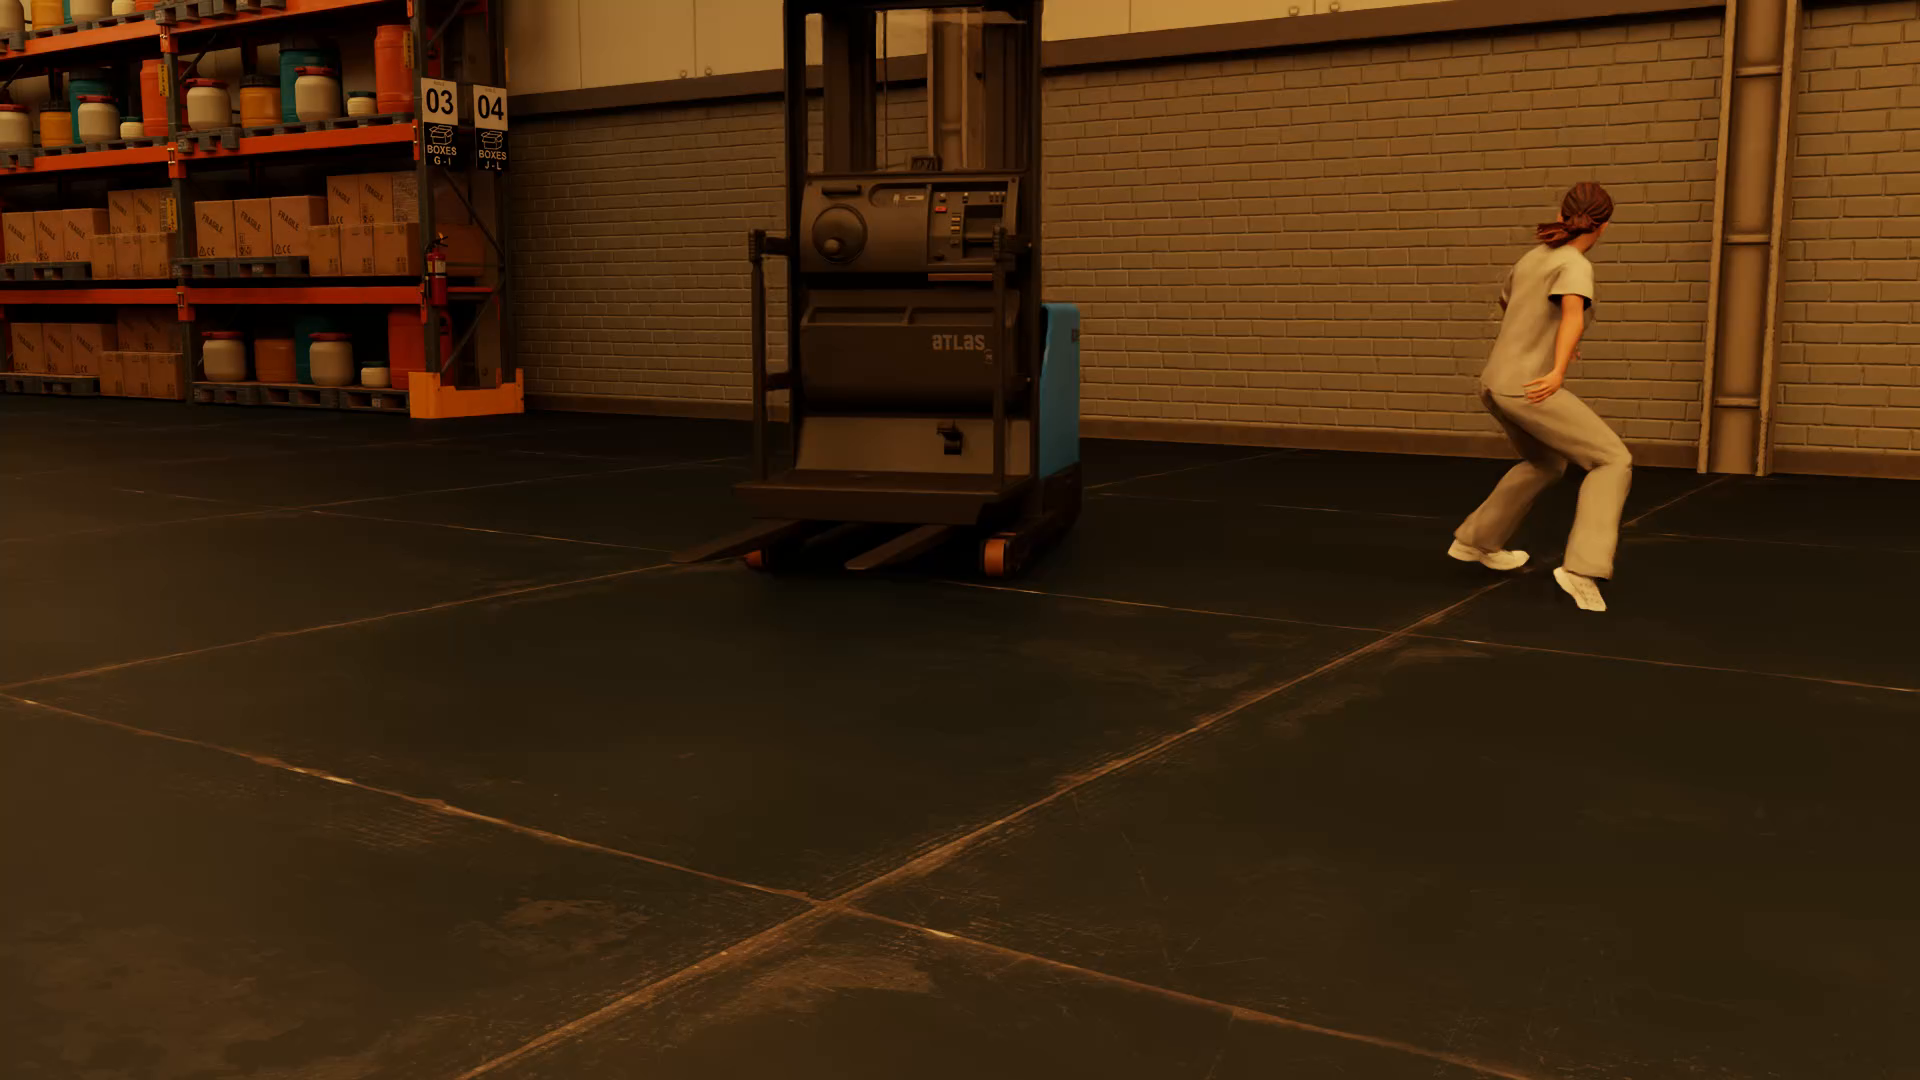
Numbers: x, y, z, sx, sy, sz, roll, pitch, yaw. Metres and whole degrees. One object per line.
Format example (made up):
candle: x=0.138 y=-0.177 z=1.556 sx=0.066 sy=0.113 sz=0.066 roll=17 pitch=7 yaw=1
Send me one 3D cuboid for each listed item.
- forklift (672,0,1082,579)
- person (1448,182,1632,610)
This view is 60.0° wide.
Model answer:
forklift: x=-0.263 y=-1.355 z=6.721 sx=1.130 sy=2.935 sz=3.031 roll=2 pitch=8 yaw=14
person: x=2.195 y=-0.510 z=6.169 sx=0.532 sy=1.611 sz=0.942 roll=0 pitch=8 yaw=-1
